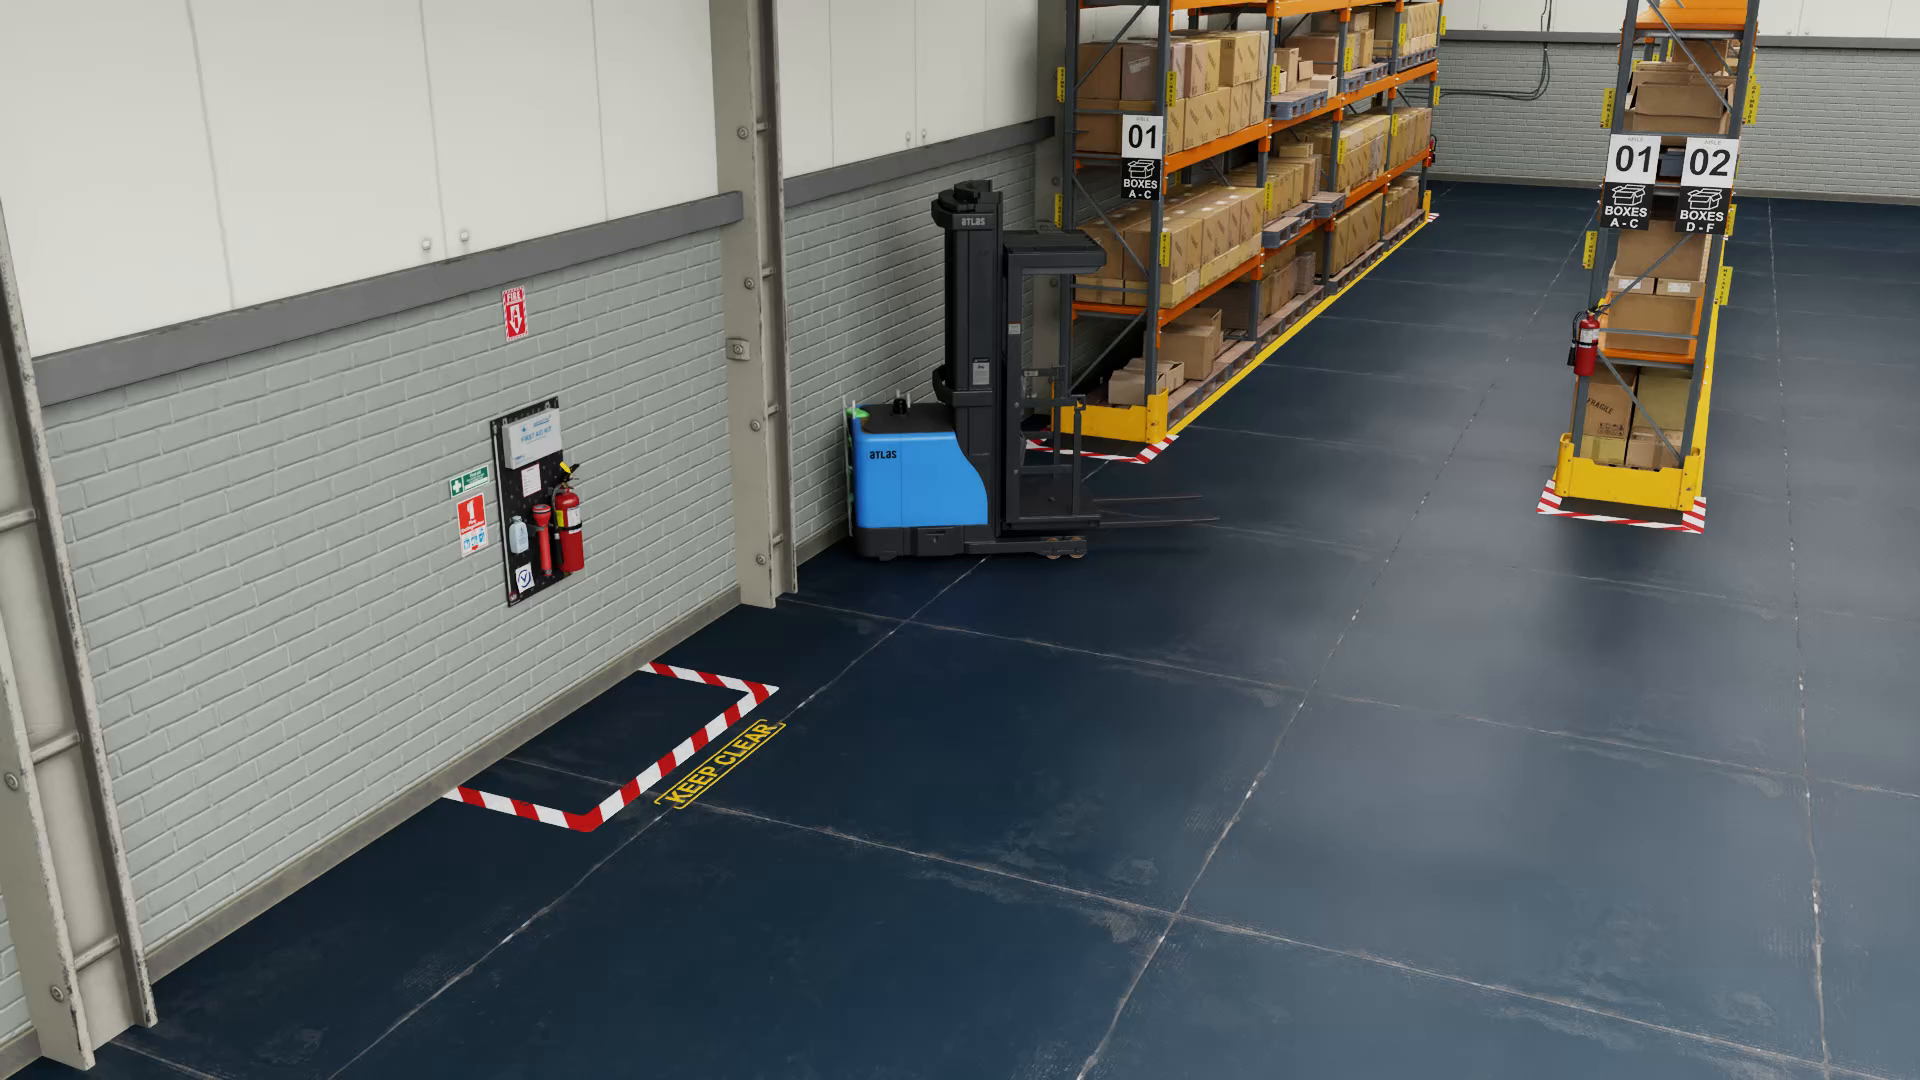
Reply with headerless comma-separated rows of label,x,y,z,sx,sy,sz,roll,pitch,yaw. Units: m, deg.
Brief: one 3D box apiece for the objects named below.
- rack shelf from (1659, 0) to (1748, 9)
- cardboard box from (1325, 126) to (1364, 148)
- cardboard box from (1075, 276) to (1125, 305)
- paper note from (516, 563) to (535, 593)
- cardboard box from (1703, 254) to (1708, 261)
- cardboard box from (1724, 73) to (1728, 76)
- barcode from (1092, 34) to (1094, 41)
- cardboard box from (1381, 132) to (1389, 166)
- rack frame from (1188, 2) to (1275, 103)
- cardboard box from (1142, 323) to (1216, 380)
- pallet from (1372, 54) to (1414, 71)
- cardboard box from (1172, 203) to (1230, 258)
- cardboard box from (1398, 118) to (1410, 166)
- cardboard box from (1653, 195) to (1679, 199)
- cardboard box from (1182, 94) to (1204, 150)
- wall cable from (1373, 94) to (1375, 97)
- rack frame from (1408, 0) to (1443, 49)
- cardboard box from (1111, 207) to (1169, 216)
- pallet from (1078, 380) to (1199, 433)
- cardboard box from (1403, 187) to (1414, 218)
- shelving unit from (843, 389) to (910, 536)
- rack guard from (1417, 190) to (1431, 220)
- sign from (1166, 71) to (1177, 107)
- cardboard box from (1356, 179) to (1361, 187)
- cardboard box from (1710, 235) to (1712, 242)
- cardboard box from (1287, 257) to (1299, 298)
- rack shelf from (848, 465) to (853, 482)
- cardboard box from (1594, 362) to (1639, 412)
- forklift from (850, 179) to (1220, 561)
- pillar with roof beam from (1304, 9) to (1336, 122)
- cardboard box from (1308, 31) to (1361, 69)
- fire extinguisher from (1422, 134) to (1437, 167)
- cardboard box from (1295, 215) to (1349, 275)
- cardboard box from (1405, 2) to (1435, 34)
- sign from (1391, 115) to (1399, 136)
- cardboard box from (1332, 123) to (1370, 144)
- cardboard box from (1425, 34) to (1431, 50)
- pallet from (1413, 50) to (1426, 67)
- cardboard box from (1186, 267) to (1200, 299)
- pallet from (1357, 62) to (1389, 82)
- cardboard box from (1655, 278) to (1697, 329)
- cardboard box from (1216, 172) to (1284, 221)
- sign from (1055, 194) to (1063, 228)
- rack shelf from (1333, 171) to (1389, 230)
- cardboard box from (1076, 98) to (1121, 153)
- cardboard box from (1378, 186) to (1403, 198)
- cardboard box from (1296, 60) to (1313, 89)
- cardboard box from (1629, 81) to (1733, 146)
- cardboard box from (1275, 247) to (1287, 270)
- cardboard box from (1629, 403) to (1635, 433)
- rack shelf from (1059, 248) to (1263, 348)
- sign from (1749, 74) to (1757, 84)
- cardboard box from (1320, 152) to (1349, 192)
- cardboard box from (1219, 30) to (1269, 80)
rack shelf,8.463,-5.935,18.898,1.077,0.370,4.000,9,21,23
cardboard box,5.603,-5.897,24.332,0.500,0.250,0.500,9,21,23
cardboard box,1.500,-2.589,16.965,0.500,0.250,0.500,9,21,23
paper note,-2.656,0.231,10.157,0.016,0.148,0.142,9,21,23
cardboard box,6.889,-2.639,15.795,0.380,0.149,0.250,8,21,22
cardboard box,8.950,-5.479,20.018,0.500,0.250,0.500,9,22,24
barcode,1.320,-4.980,16.482,0.001,0.075,0.075,9,21,23
cardboard box,6.440,-6.170,26.217,0.500,0.500,0.500,8,21,22
rack frame,3.124,-6.530,18.899,1.000,3.000,0.127,9,21,23
cardboard box,2.431,-2.101,18.473,0.700,0.500,0.500,7,21,19
pallet,6.744,-7.769,26.993,1.003,0.211,1.213,9,21,23
cardboard box,2.585,-3.343,17.968,0.500,0.500,0.500,9,22,24
cardboard box,6.940,-6.676,27.816,0.980,0.700,0.700,8,21,21
cardboard box,6.852,-3.086,16.084,0.700,0.500,0.500,9,21,23
cardboard box,2.103,-4.177,16.583,0.500,0.500,0.500,10,22,26
wall cable,7.699,-8.371,31.515,0.084,1.984,1.851,9,21,23
rack frame,8.038,-10.198,29.214,1.000,3.000,0.127,9,21,23
cardboard box,1.908,-3.257,17.725,0.500,0.500,0.500,8,21,21
pallet,1.882,-1.433,17.684,1.003,0.211,1.213,9,21,23
cardboard box,7.637,-6.011,29.498,0.700,0.500,0.500,8,21,23
shelving unit,-0.677,-0.625,13.917,0.503,1.200,0.258,-9,18,-24
rack guard,8.047,-6.201,30.659,1.175,0.500,0.348,9,21,23
sign,1.981,-4.231,15.608,0.100,0.325,0.005,9,21,23
cardboard box,5.840,-5.435,25.121,0.380,0.149,0.250,9,22,24
cardboard box,7.520,-3.109,17.117,0.380,0.149,0.250,8,21,21
cardboard box,4.197,-3.587,22.651,0.700,0.500,0.500,9,21,23
rack shelf,-0.675,-0.564,13.935,0.480,0.148,0.258,-9,18,-24
cardboard box,6.351,-1.570,16.264,0.500,0.500,0.500,9,21,23
forklift,0.619,-1.403,13.539,3.031,2.935,1.130,-2,20,-6
pillar with roof beam,9.825,-8.717,25.051,9.100,9.000,0.400,9,21,23
cardboard box,5.506,-7.239,24.565,0.700,0.500,0.500,9,21,23
fire extinguisher,8.520,-7.142,30.247,0.296,0.674,0.183,9,21,23
cardboard box,5.182,-4.318,24.214,0.750,0.750,0.750,8,21,22
cardboard box,7.772,-8.900,28.369,0.500,0.500,0.500,9,22,24
sign,6.899,-6.585,26.400,0.100,0.325,0.005,9,21,23
cardboard box,5.807,-6.054,24.773,0.500,0.250,0.500,8,21,22
cardboard box,7.768,-8.539,28.475,0.500,0.250,0.500,8,21,21
pallet,7.245,-8.140,28.038,1.003,0.211,1.213,9,21,23
cardboard box,2.175,-2.685,17.237,0.500,0.250,0.500,8,21,21
pallet,6.069,-7.185,25.504,0.805,0.209,1.217,8,21,21
cardboard box,6.420,-2.151,15.391,0.700,0.500,0.500,9,22,24
cardboard box,3.599,-4.278,20.716,0.700,0.500,0.500,11,22,28
sign,0.987,-3.257,16.451,0.100,0.325,0.005,9,21,23
rack shelf,5.581,-5.198,25.183,1.077,0.370,4.000,9,21,23
cardboard box,1.425,-4.112,16.400,0.500,0.500,0.500,10,22,27
cardboard box,7.320,-5.928,28.297,0.380,0.149,0.250,8,21,21
cardboard box,4.146,-6.014,21.741,0.797,0.503,0.637,12,23,30
cardboard box,6.246,-3.703,14.437,0.797,0.503,0.637,10,22,26
cardboard box,4.018,-3.758,22.014,0.500,0.250,0.500,8,21,22
cardboard box,6.353,-1.216,16.389,0.500,0.250,0.500,9,21,23
rack shelf,2.305,-2.753,18.306,1.077,0.370,4.000,9,21,23
sign,8.151,-4.643,17.181,0.100,0.325,0.005,9,21,23
cardboard box,5.194,-5.236,23.592,0.500,0.500,0.500,9,22,24
cardboard box,3.166,-5.454,18.679,0.500,0.500,0.500,7,21,18
